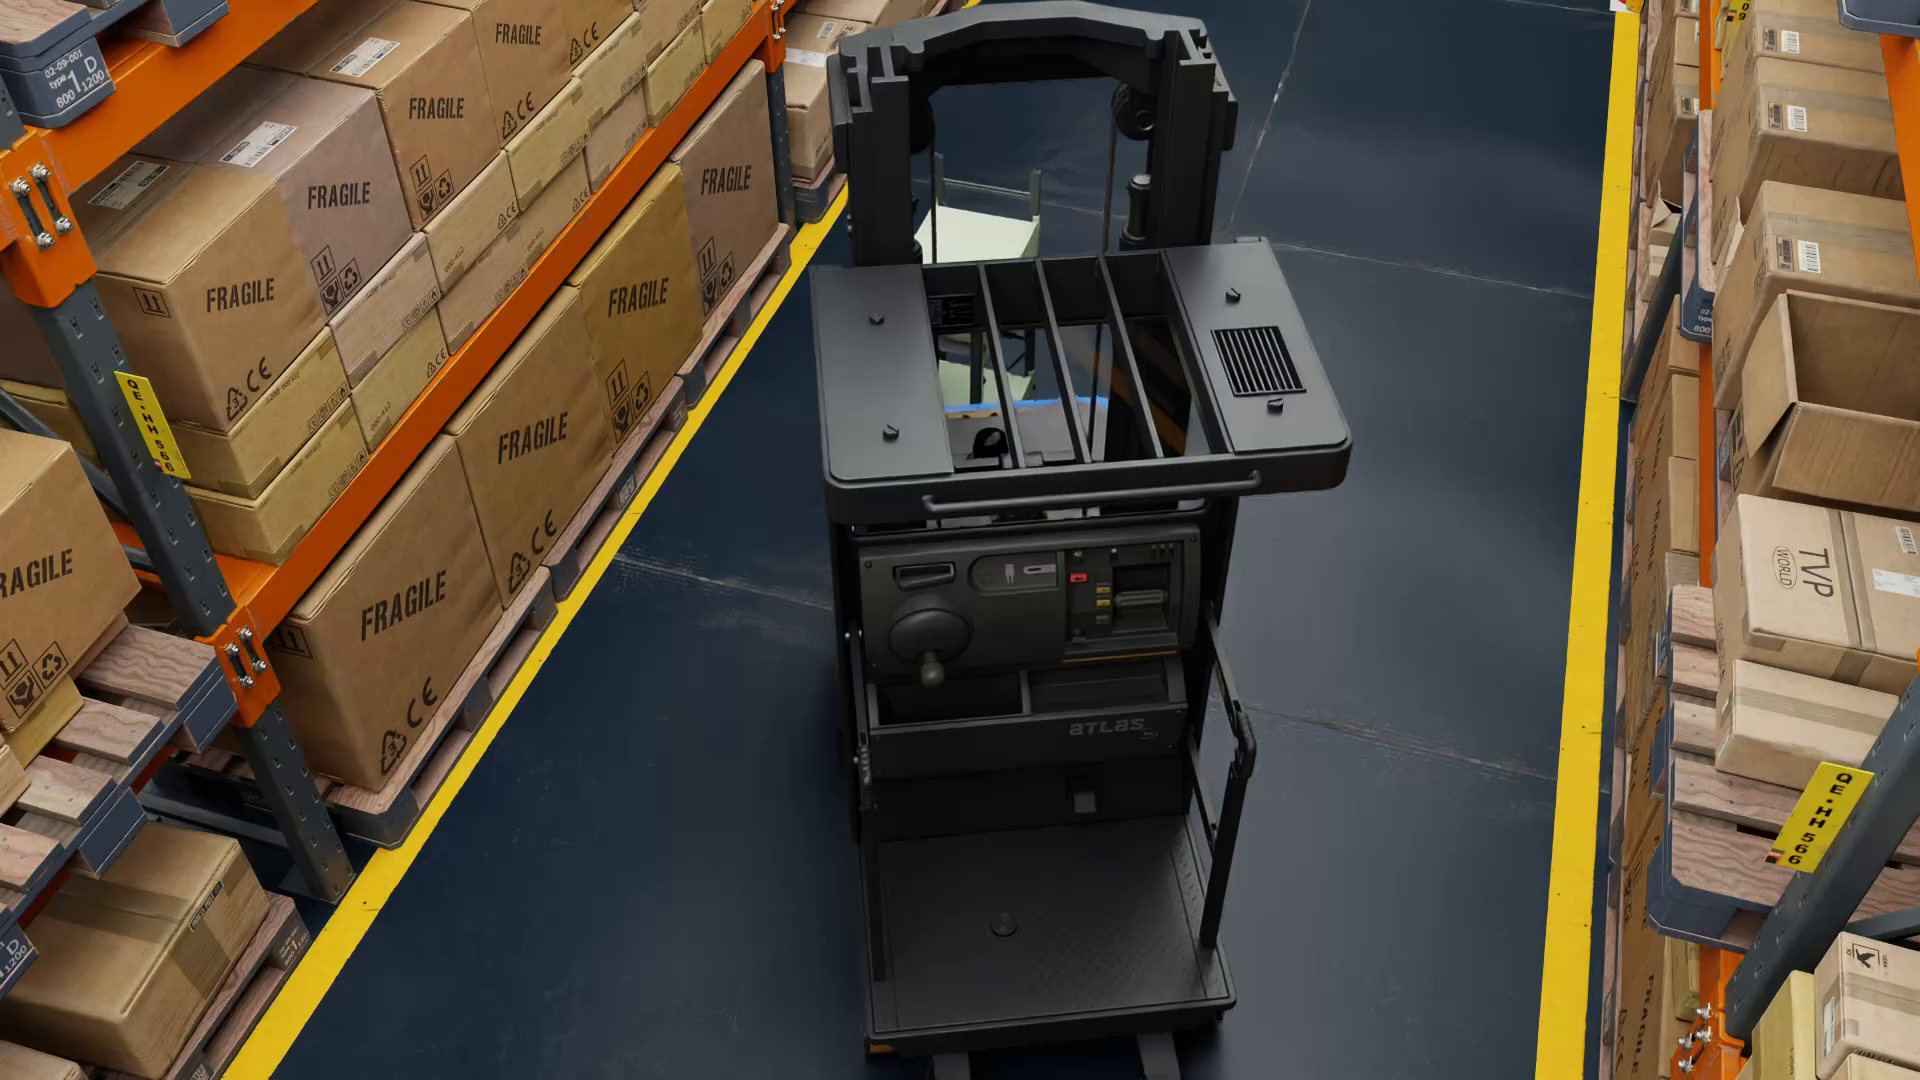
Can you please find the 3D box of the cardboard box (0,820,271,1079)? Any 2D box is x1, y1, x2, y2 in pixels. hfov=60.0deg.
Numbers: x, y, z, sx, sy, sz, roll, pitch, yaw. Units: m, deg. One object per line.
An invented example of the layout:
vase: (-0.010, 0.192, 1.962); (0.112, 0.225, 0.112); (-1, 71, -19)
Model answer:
cardboard box: (-2.702, 1.159, 4.999); (0.950, 0.372, 0.625); (10, 45, 10)

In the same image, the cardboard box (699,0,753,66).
cardboard box: (-1.206, -2.265, 7.027); (0.500, 0.250, 0.500); (12, 46, 12)

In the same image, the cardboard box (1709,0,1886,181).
cardboard box: (3.062, -1.533, 5.800); (0.700, 0.500, 0.500); (14, 46, 14)

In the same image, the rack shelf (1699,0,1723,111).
rack shelf: (4.027, -2.698, 7.877); (1.077, 0.370, 4.000); (13, 46, 13)

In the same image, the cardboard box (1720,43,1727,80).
cardboard box: (3.335, -1.976, 6.805); (0.380, 0.149, 0.250); (14, 46, 14)

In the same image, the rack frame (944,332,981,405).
rack frame: (-0.121, -0.334, 6.019); (0.400, 1.500, 0.023); (12, 46, 12)

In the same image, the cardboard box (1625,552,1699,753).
cardboard box: (2.590, 0.429, 5.654); (0.500, 0.500, 0.500); (11, 45, 11)

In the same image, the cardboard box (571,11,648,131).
cardboard box: (-1.508, -1.769, 6.163); (0.500, 0.250, 0.500); (14, 46, 13)

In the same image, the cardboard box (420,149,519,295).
cardboard box: (-1.813, -1.089, 5.468); (0.500, 0.250, 0.500); (12, 46, 12)

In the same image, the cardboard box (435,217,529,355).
cardboard box: (-1.831, -0.918, 5.651); (0.500, 0.250, 0.500); (14, 46, 14)

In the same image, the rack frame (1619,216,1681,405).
rack frame: (3.421, -1.622, 6.263); (1.000, 3.000, 0.127); (13, 46, 13)

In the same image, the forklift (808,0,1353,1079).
forklift: (0.221, 0.270, 4.378); (1.130, 2.935, 3.031); (-4, 45, -5)

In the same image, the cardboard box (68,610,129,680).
cardboard box: (-2.397, 0.204, 4.277); (0.380, 0.149, 0.250); (14, 46, 14)

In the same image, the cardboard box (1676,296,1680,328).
cardboard box: (3.059, -0.928, 6.577); (0.380, 0.149, 0.250); (15, 46, 14)

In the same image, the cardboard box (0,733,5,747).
cardboard box: (-2.541, 0.412, 3.600); (0.500, 0.500, 0.500); (12, 46, 12)

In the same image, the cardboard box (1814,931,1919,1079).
cardboard box: (1.833, 0.927, 3.123); (0.380, 0.149, 0.250); (14, 46, 14)

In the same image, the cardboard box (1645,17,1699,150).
cardboard box: (3.806, -2.264, 8.406); (0.500, 0.500, 0.500); (13, 46, 13)

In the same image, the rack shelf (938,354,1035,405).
rack shelf: (-0.011, -0.345, 6.496); (0.431, 0.370, 0.720); (12, 46, 12)

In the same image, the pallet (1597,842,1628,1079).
pallet: (2.472, 1.551, 5.014); (1.003, 0.211, 1.213); (13, 46, 13)

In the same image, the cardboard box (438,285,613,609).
cardboard box: (-1.959, -0.432, 6.265); (0.875, 0.875, 0.875); (13, 46, 13)

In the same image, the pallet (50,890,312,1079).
pallet: (-2.760, 1.513, 5.053); (1.003, 0.211, 1.213); (13, 46, 13)

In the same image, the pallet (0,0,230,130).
pallet: (-2.377, -1.450, 4.077); (1.213, 0.211, 1.003); (15, 46, 14)

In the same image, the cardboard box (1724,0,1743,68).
cardboard box: (3.343, -2.066, 6.611); (0.500, 0.250, 0.500); (14, 46, 14)

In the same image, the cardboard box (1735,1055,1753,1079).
cardboard box: (1.843, 1.342, 3.341); (0.500, 0.250, 0.500); (13, 46, 13)

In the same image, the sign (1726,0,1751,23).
sign: (2.902, -2.041, 6.072); (0.100, 0.325, 0.005); (13, 46, 13)

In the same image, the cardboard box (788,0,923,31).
cardboard box: (-0.747, -2.898, 9.098); (0.875, 0.438, 0.875); (11, 45, 11)

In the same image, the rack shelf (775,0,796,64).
rack shelf: (-0.705, -3.747, 8.949); (1.077, 0.370, 4.000); (13, 46, 13)

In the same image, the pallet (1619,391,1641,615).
pallet: (3.211, -0.075, 6.676); (1.003, 0.211, 1.213); (13, 46, 13)

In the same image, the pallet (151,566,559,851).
pallet: (-2.211, 0.483, 6.106); (1.003, 0.211, 1.213); (13, 46, 13)

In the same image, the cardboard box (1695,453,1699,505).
cardboard box: (2.801, -0.209, 5.842); (0.380, 0.149, 0.250); (12, 46, 12)

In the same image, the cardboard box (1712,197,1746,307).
cardboard box: (2.635, -0.879, 5.300); (0.396, 0.266, 0.258); (15, 46, 14)

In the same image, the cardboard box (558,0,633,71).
cardboard box: (-1.528, -2.033, 5.896); (0.500, 0.500, 0.500); (14, 46, 14)

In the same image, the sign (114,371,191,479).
sign: (-2.002, -0.281, 4.122); (0.100, 0.325, 0.005); (13, 46, 13)

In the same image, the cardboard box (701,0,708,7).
cardboard box: (-1.212, -2.450, 6.859); (0.500, 0.250, 0.500); (12, 46, 12)

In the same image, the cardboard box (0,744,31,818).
cardboard box: (-2.443, 0.575, 3.897); (0.380, 0.149, 0.250); (12, 46, 12)

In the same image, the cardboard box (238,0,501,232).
cardboard box: (-1.827, -1.349, 5.197); (0.500, 0.500, 0.500); (14, 46, 14)

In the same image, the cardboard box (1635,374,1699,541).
cardboard box: (2.909, -0.247, 6.345); (0.500, 0.500, 0.500); (12, 46, 12)

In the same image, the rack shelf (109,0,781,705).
rack shelf: (-1.916, -1.081, 6.224); (1.077, 0.370, 4.000); (13, 46, 13)

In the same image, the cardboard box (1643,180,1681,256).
cardboard box: (3.418, -1.466, 7.758); (0.396, 0.266, 0.258); (14, 46, 14)

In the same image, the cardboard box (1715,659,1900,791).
cardboard box: (2.043, 0.465, 4.010); (0.380, 0.149, 0.250); (13, 46, 13)

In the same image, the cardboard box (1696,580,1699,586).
cardboard box: (2.546, 0.295, 5.327); (0.380, 0.149, 0.250); (11, 45, 11)

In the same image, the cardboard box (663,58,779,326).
cardboard box: (-1.422, -1.631, 7.491); (0.875, 0.875, 0.875); (14, 46, 14)

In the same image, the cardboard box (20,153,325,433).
cardboard box: (-2.139, -0.675, 4.508); (0.500, 0.500, 0.500); (11, 45, 11)

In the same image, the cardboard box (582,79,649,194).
cardboard box: (-1.532, -1.593, 6.341); (0.500, 0.250, 0.500); (11, 46, 11)

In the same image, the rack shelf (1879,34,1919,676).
rack shelf: (2.816, -1.104, 4.103); (1.077, 0.370, 4.000); (13, 46, 13)

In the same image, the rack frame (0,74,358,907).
rack frame: (-2.522, -0.005, 4.610); (1.000, 3.000, 0.127); (13, 46, 13)

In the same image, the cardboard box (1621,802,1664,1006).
cardboard box: (2.295, 1.129, 4.939); (0.500, 0.500, 0.500); (12, 46, 12)

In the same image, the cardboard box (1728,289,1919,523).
cardboard box: (2.528, -0.270, 4.507); (0.797, 0.503, 0.637); (12, 46, 12)

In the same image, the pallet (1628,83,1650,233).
pallet: (3.998, -1.899, 8.539); (1.003, 0.211, 1.213); (13, 46, 13)

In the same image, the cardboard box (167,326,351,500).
cardboard box: (-2.133, -0.415, 4.779); (0.500, 0.250, 0.500); (12, 46, 12)

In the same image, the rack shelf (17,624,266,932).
rack shelf: (-3.127, 1.586, 3.499); (1.077, 0.370, 4.000); (13, 46, 13)

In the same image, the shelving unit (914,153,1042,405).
shelving unit: (-0.011, -0.578, 6.268); (0.431, 1.500, 0.755); (12, 46, 12)

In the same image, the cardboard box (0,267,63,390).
cardboard box: (-2.614, -0.798, 4.634); (0.500, 0.500, 0.500); (11, 46, 11)

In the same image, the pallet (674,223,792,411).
pallet: (-1.472, -1.144, 7.768); (1.003, 0.211, 1.213); (13, 46, 13)

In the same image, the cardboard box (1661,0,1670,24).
cardboard box: (4.357, -3.158, 9.318); (0.797, 0.503, 0.637); (11, 45, 11)

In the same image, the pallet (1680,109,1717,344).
pallet: (3.075, -1.044, 5.809); (1.003, 0.211, 1.213); (13, 46, 13)

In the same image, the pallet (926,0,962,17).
pallet: (-0.638, -2.980, 9.645); (1.003, 0.211, 1.213); (13, 46, 12)

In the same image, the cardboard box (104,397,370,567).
cardboard box: (-2.134, -0.224, 4.941); (0.500, 0.250, 0.500); (12, 46, 12)
